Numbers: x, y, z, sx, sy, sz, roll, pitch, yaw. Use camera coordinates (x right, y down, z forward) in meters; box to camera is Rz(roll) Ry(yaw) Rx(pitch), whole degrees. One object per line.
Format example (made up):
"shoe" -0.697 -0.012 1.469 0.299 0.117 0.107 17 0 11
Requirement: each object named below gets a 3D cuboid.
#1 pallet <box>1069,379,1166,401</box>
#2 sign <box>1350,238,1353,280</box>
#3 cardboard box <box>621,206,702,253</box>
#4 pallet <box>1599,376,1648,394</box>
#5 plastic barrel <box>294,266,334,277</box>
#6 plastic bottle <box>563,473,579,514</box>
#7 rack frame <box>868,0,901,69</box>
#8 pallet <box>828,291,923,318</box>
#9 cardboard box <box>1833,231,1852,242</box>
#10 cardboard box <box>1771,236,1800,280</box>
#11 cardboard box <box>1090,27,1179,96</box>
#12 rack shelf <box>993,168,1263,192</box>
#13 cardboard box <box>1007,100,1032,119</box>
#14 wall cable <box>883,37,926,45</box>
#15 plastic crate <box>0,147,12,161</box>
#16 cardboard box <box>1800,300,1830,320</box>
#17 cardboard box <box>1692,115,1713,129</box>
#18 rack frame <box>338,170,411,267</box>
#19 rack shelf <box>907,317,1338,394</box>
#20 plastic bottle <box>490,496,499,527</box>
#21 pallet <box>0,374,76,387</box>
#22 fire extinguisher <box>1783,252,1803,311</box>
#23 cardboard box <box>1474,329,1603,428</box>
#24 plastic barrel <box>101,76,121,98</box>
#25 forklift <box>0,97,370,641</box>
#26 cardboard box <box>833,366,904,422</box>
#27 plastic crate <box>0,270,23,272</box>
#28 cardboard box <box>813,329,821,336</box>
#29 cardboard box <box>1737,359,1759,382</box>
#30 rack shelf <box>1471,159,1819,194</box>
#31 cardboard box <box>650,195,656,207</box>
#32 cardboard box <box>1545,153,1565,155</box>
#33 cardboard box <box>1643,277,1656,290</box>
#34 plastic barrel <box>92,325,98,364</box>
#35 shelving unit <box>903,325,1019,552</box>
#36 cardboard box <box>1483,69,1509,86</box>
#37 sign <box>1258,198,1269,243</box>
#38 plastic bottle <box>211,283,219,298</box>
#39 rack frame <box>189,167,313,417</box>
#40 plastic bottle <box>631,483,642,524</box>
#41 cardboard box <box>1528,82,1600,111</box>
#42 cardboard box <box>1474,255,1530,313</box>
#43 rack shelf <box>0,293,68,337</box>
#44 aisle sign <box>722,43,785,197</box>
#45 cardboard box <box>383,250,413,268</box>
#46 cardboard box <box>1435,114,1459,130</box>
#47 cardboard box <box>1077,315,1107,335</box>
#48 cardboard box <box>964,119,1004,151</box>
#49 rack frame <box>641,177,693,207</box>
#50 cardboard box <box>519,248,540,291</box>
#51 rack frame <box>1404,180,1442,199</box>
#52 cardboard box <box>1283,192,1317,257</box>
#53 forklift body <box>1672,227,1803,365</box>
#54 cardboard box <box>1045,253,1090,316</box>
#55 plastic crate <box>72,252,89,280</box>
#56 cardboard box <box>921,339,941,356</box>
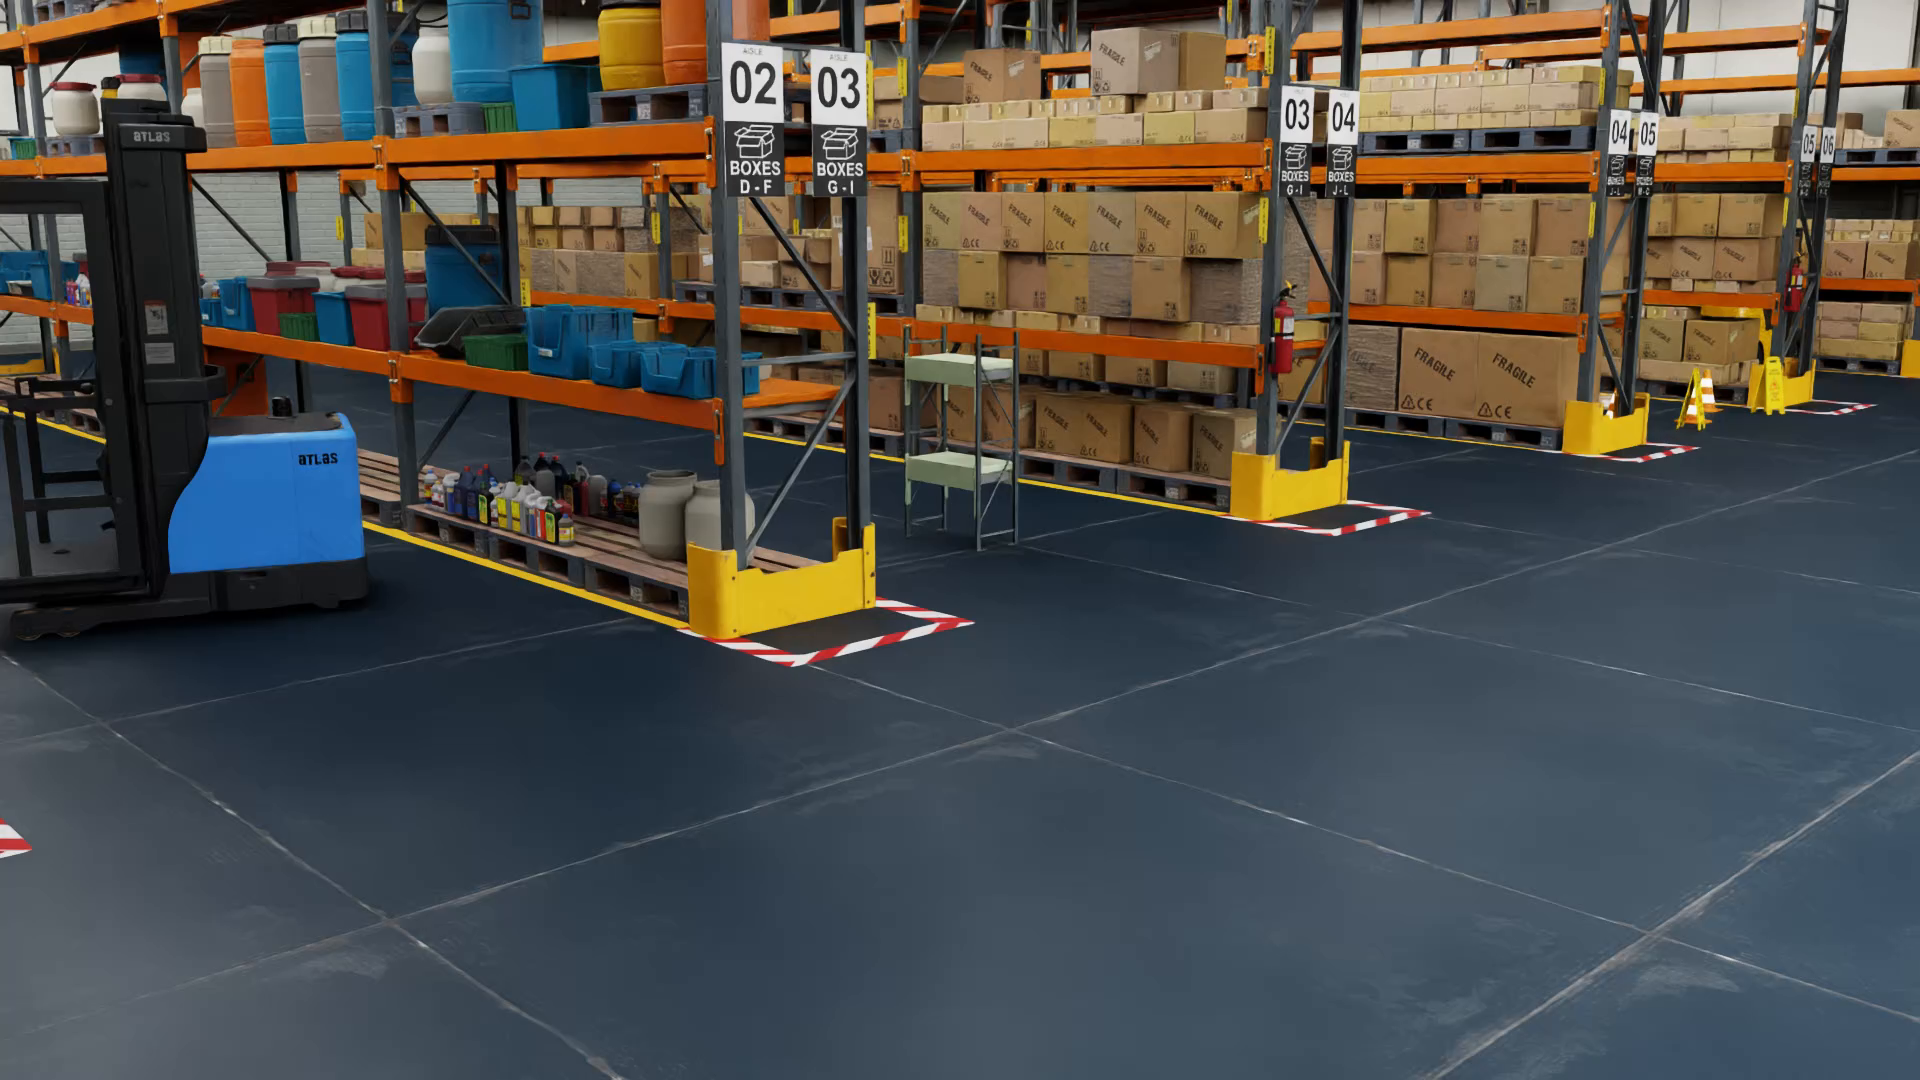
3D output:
"pallet" 2.109 -1.877 20.501 1.003 0.211 1.213 -11 16 -43
"sign" 3.041 -2.202 13.023 0.100 0.325 0.005 -11 16 -43
"cardboard box" -3.370 -3.520 18.828 0.797 0.503 0.637 -10 15 -41
"pallet" 8.390 -2.031 21.244 1.003 0.211 1.213 -11 16 -43
"plastic barrel" -5.594 -2.115 14.464 0.421 0.512 0.421 0 12 0
"plastic bottle" -2.744 -0.334 11.743 0.061 0.283 0.133 -11 16 -43
"rack frame" -1.234 -8.357 30.175 1.000 3.000 0.127 -11 16 -43
"pallet" -0.537 -2.324 16.236 1.003 0.211 1.213 -11 16 -43
"cardboard box" 12.465 -4.272 23.356 0.380 0.149 0.250 -11 16 -43
"cardboard box" 9.689 -3.386 19.929 0.500 0.500 0.500 -11 16 -43
"cardboard box" 1.395 -3.802 13.277 0.500 0.500 0.500 -11 16 -43
"rack shelf" 2.162 -4.372 20.046 1.077 0.370 4.000 -11 16 -43
"cardboard box" 0.614 -3.634 14.069 0.380 0.149 0.250 -11 16 -44
"wall cable" -0.618 -12.776 37.837 2.988 3.039 0.133 -11 16 -43
"plastic crate" -10.374 -4.237 18.261 0.293 0.136 0.466 -11 16 -43
"cardboard box" 12.147 -3.294 23.764 0.500 0.250 0.500 -11 16 -42
"cardboard box" 8.891 -4.951 19.720 0.380 0.149 0.250 -11 16 -42
"rack frame" -8.401 -4.038 24.077 1.000 3.000 0.127 -11 16 -43
"rack shelf" 1.267 -1.642 14.232 1.077 0.370 4.000 -11 16 -43
"plastic bottle" -3.130 -0.194 11.262 0.097 0.201 0.097 0 12 0
"pallet" -11.442 -1.856 20.398 1.003 0.211 1.213 -11 16 -43
"fire extinguisher" 9.562 -2.965 19.061 0.296 0.674 0.183 -11 16 -43
"cardboard box" 5.789 -1.634 16.634 0.875 0.875 0.875 -11 16 -42
"plastic barrel" -8.444 -4.426 17.020 0.600 0.588 0.600 0 12 0
"forklift" -5.099 -0.998 9.494 3.031 2.935 1.130 -5 13 -23
"cardboard box" -0.838 -1.443 16.584 0.700 0.500 0.500 -11 16 -43
"plastic crate" -11.142 -3.021 19.407 0.416 0.233 0.300 -11 16 -43
"cardboard box" -2.000 -3.183 25.215 0.380 0.149 0.250 -10 15 -40
"cardboard box" 9.459 -2.099 20.439 0.500 0.250 0.500 -11 16 -43
"rack shelf" 8.435 -4.492 20.633 1.077 0.370 4.000 -11 16 -43
"cardboard box" -4.626 -5.296 26.722 0.500 0.500 0.500 -11 16 -43
"cardboard box" 7.627 -4.825 21.087 0.380 0.149 0.250 -10 15 -41
"cardboard box" 8.469 -3.162 20.450 0.380 0.149 0.250 -11 16 -43
"plastic barrel" -8.858 -1.860 17.666 0.600 0.901 0.708 -11 16 -43
"shelving unit" 0.005 -0.734 11.755 0.431 1.500 0.755 -11 16 -43
"cardboard box" 5.299 -4.484 16.167 0.380 0.149 0.250 -11 16 -42
"sign" 2.233 -2.350 12.233 0.100 0.325 0.005 -11 16 -43
"plastic bottle" -7.381 -2.415 16.517 0.097 0.271 0.097 0 12 0
"rack frame" -6.459 -2.180 15.060 1.000 3.000 0.127 -11 16 -43
"plastic bottle" -2.197 -0.250 11.362 0.097 0.271 0.097 0 12 0
"cardboard box" 5.765 -4.208 15.814 0.500 0.250 0.500 -11 16 -42
"cardboard box" 5.621 -2.578 16.618 0.875 0.550 0.550 -11 16 -43
"rack shelf" -10.602 -2.703 19.383 1.077 0.370 4.000 -11 16 -43
"aisle sign" -1.099 -2.234 8.879 0.394 0.787 0.004 -11 16 -43
"cardboard box" -7.557 -3.854 22.817 0.500 0.250 0.500 11 16 43
"cardboard box" 4.954 -4.167 16.603 0.380 0.149 0.250 -11 16 -42
"cardboard box" 1.190 -1.797 13.822 0.380 0.149 0.250 -11 16 -43
"cardboard box" 0.381 -3.504 14.426 0.500 0.250 0.500 -11 16 -43
"rack frame" -4.744 -4.714 27.360 1.000 3.000 0.127 -11 16 -43
"cardboard box" -5.154 -3.328 20.383 0.500 0.500 0.500 -11 16 -42
"rack frame" 7.879 -4.944 28.473 1.000 3.000 0.127 -11 16 -43
"cardboard box" 2.466 -2.505 13.176 0.500 0.500 0.500 -11 16 -43
"forklift body" 10.774 -3.383 23.001 2.313 2.155 1.214 -11 16 -43
"cardboard box" 1.205 -2.191 14.130 0.875 0.500 0.500 -11 16 -43
"plastic crate" -9.656 -2.990 18.683 0.402 0.464 0.583 -11 16 -43
"cardboard box" -0.219 -2.664 22.563 0.500 0.500 0.500 -10 15 -40
